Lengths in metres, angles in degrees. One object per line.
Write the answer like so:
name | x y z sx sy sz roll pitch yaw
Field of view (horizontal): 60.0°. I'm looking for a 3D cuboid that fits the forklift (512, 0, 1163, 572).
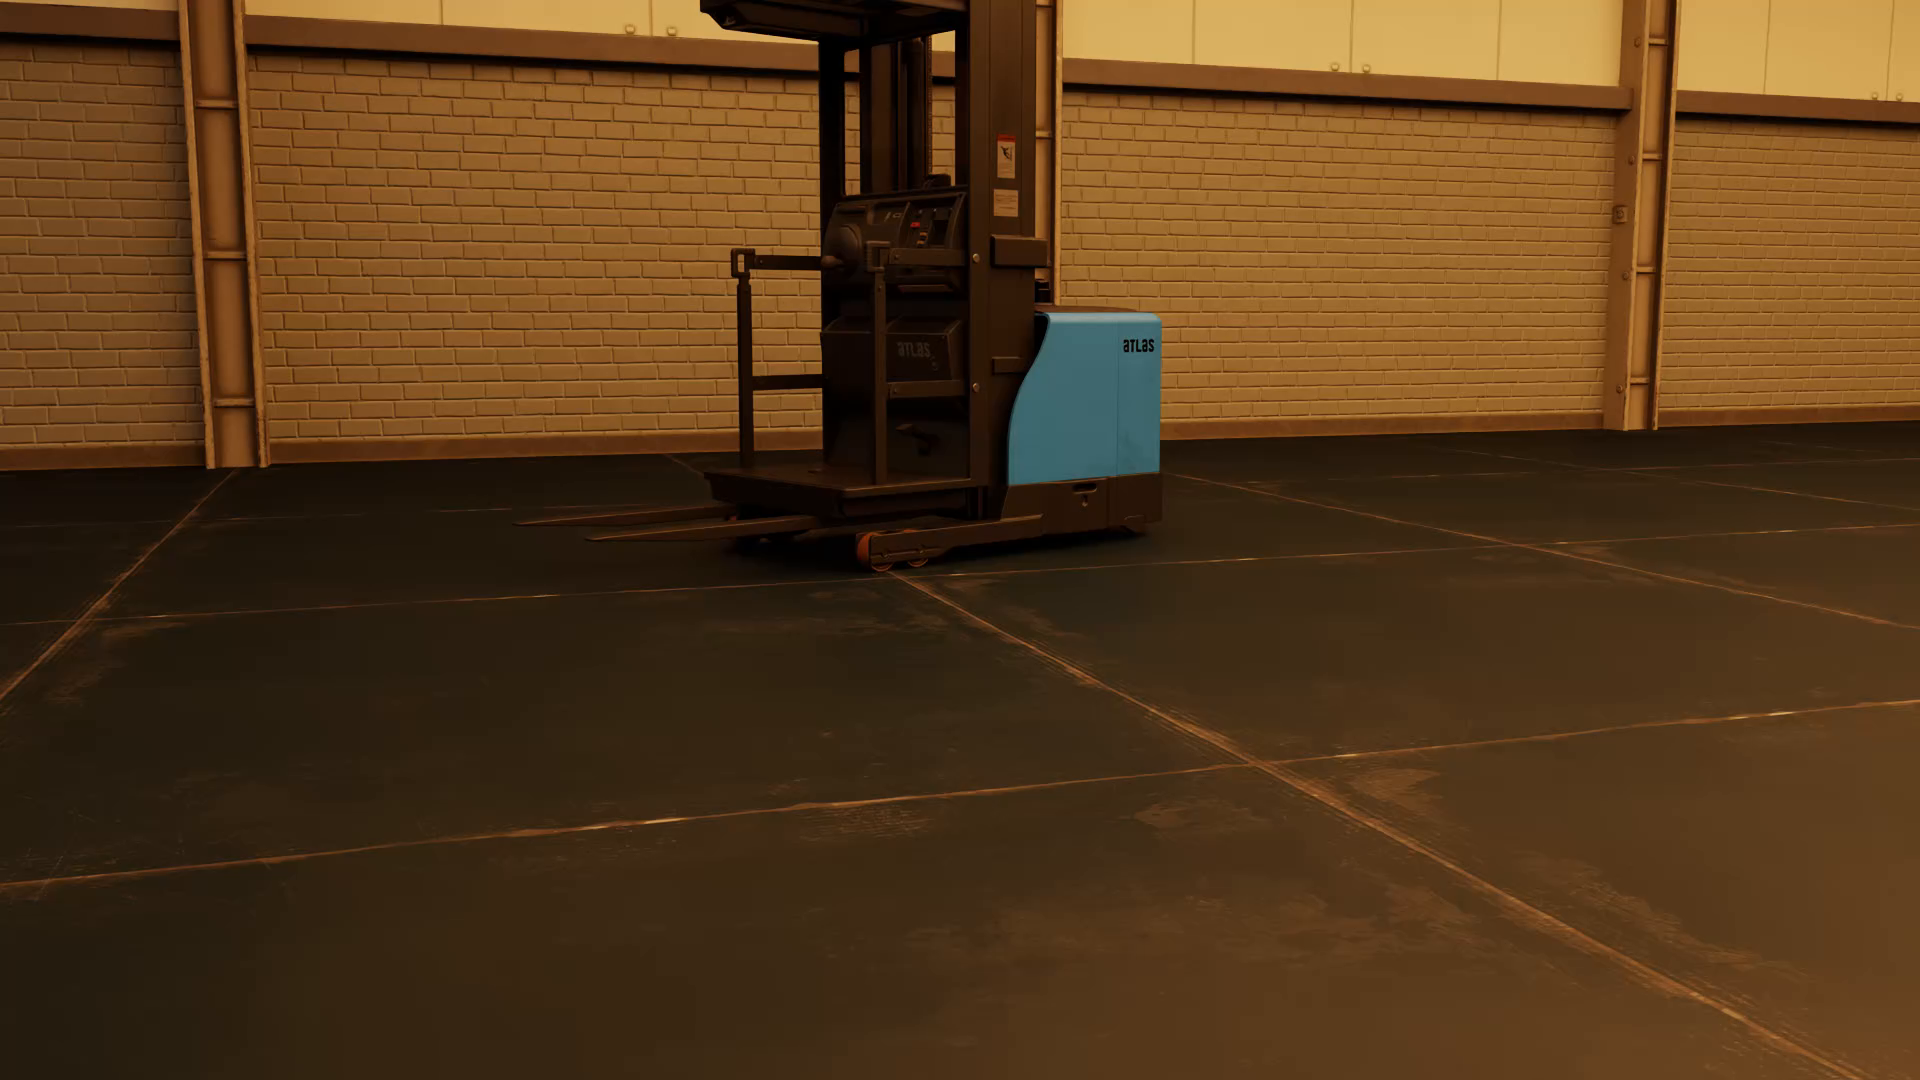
forklift | -0.461 -1.399 7.333 3.031 2.935 1.130 -7 10 -40
